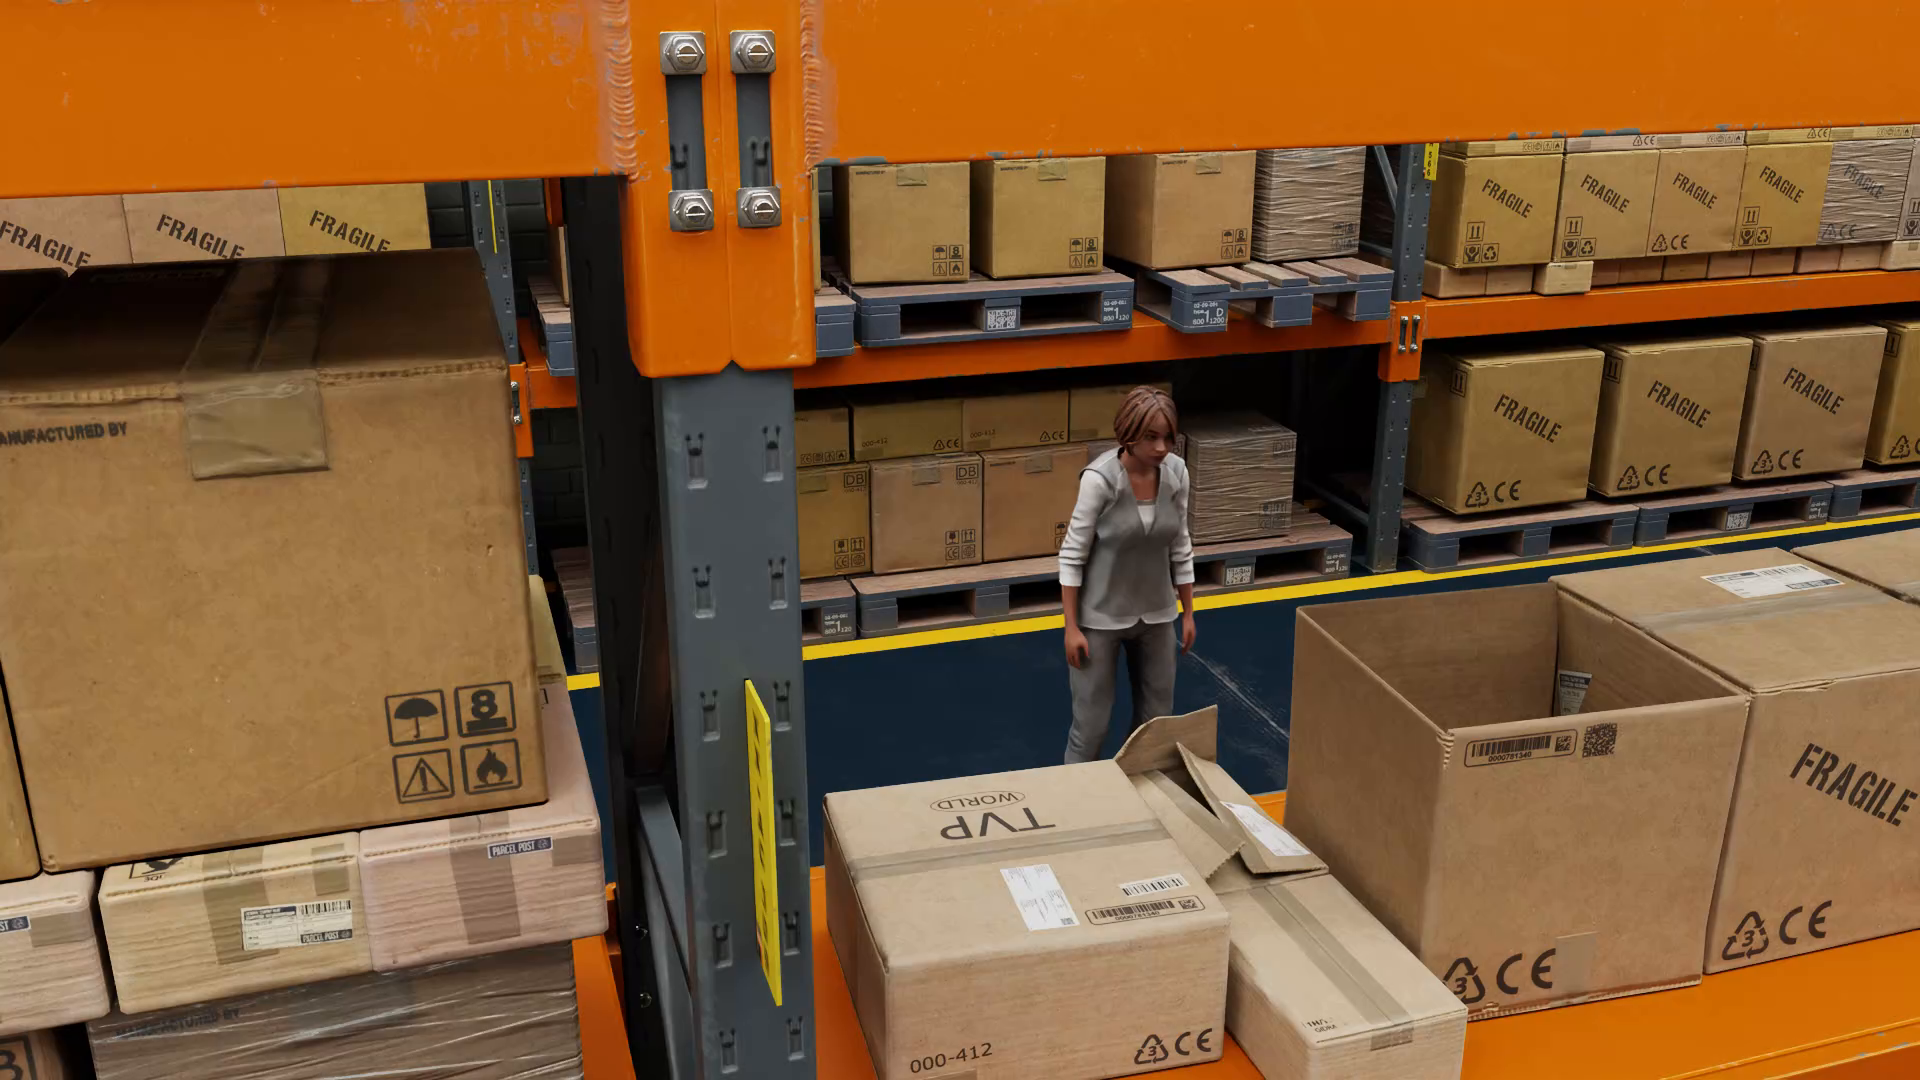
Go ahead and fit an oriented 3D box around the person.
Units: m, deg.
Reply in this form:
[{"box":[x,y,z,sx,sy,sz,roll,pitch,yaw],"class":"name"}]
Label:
[{"box":[0.531,0.275,5.310,0.477,1.592,0.347,-7,21,-19],"class":"person"}]
